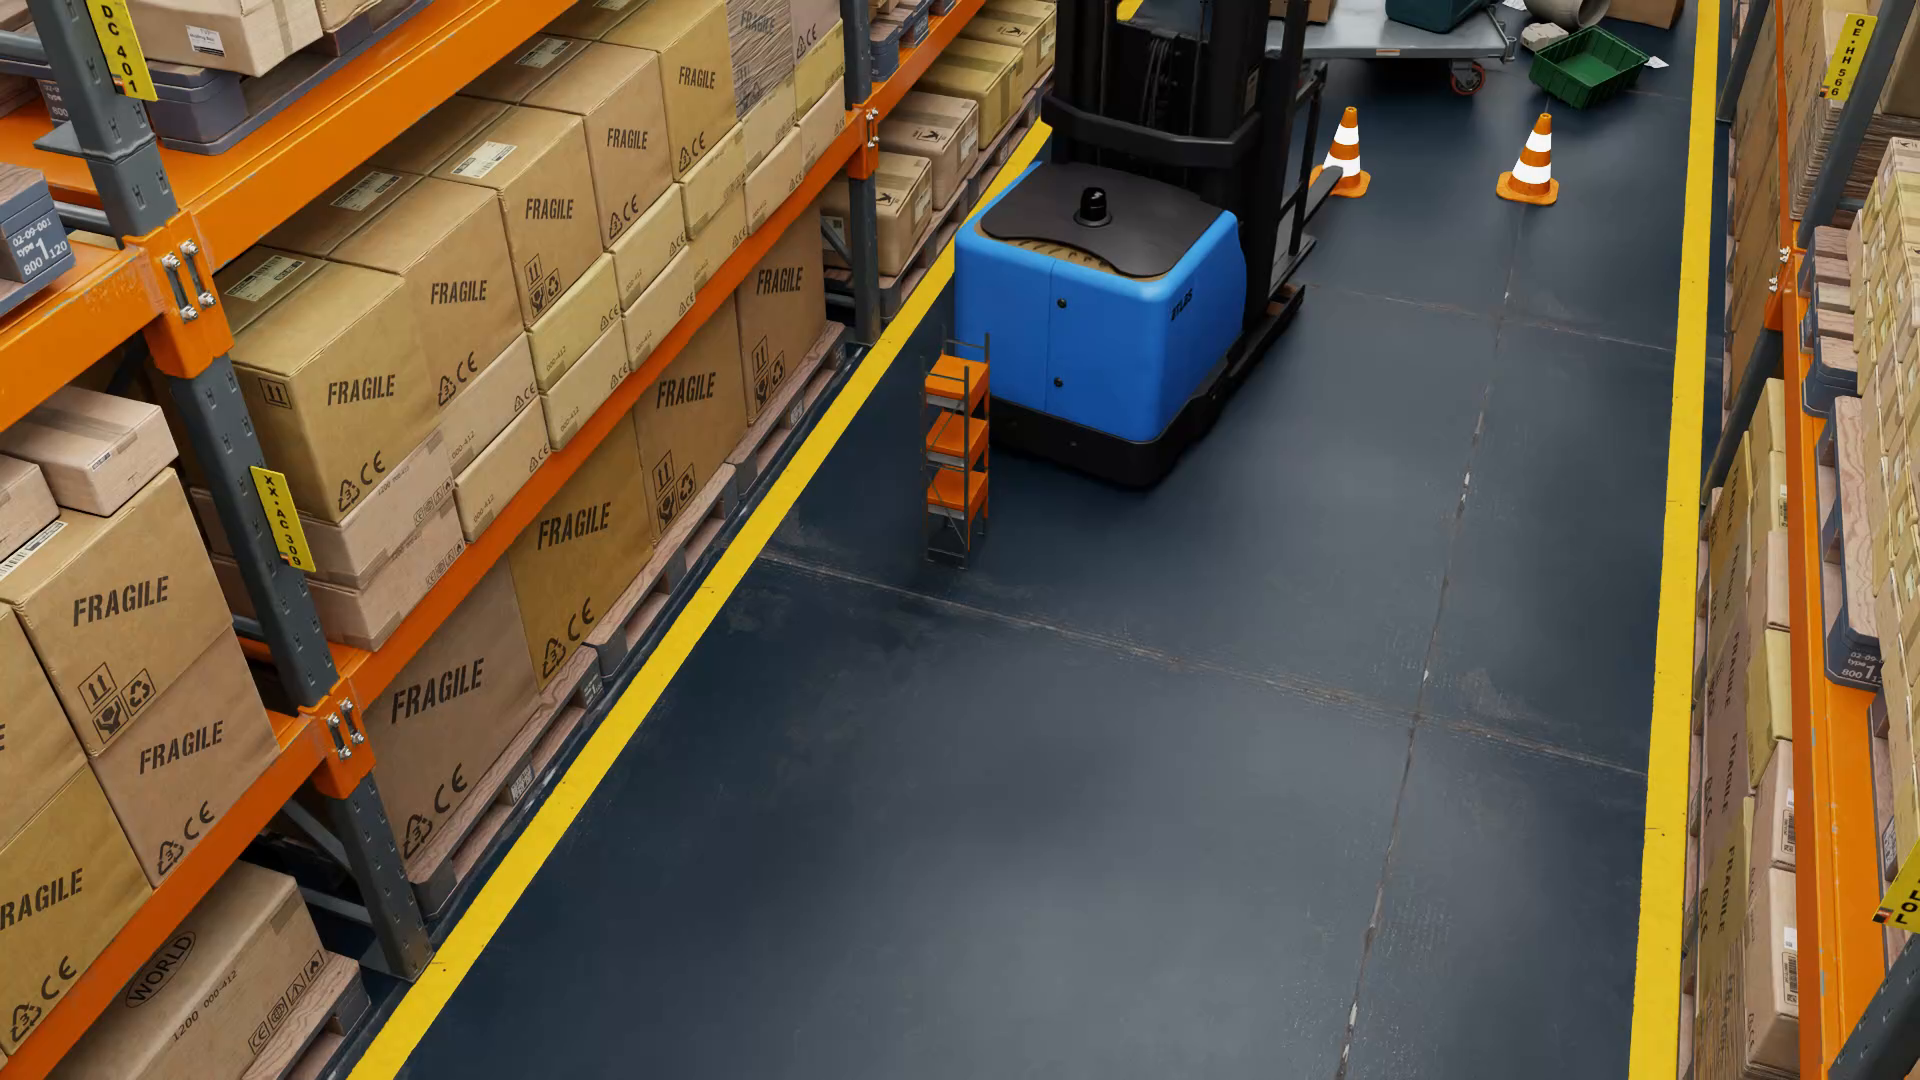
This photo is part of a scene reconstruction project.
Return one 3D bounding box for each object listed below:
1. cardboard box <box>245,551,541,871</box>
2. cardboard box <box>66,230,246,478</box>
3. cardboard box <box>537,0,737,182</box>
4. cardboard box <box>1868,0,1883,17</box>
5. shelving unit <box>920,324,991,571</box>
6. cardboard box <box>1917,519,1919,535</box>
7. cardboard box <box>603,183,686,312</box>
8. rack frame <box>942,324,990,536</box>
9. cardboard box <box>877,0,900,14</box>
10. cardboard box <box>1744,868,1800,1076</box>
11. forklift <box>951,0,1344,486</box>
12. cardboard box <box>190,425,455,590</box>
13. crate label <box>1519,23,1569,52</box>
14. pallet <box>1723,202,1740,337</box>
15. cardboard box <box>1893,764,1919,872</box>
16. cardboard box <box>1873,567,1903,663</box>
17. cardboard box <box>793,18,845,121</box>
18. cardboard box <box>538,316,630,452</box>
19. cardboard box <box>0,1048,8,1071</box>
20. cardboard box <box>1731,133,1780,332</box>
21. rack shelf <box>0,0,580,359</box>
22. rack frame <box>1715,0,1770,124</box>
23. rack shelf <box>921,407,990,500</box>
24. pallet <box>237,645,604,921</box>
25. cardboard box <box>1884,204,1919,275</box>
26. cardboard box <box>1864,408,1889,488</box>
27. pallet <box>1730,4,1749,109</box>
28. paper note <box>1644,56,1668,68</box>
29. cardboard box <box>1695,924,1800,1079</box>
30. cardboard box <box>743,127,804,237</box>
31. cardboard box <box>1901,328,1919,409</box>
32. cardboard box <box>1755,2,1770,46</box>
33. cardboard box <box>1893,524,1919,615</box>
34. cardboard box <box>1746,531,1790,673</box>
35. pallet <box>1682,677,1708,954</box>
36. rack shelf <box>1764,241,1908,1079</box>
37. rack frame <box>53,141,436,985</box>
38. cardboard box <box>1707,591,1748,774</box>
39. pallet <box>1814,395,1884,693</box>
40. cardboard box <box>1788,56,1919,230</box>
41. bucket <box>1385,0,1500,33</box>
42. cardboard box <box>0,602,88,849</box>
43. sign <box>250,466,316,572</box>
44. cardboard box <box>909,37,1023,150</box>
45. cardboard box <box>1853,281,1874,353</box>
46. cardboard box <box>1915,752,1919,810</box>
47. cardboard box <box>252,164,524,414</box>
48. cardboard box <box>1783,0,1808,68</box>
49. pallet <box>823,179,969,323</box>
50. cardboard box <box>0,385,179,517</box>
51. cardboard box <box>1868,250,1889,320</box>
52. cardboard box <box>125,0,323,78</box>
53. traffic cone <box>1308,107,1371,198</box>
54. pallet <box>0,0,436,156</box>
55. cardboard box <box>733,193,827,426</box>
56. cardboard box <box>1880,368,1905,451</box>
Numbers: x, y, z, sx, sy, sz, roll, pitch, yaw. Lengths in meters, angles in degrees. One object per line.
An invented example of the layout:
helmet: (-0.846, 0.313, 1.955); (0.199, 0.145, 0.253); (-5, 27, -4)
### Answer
cardboard box: (-2.122, 0.439, 5.737); (0.875, 0.875, 0.875); (15, 43, 16)
cardboard box: (-2.342, -0.560, 4.748); (0.500, 0.500, 0.500); (15, 43, 16)
cardboard box: (-1.166, -1.682, 6.063); (0.500, 0.500, 0.500); (13, 42, 15)
cardboard box: (4.130, -2.215, 6.687); (0.700, 0.500, 0.500); (13, 42, 14)
shelving unit: (-0.018, -0.367, 6.871); (0.215, 1.050, 0.252); (13, 42, 15)
cardboard box: (2.739, 0.015, 4.333); (0.380, 0.149, 0.250); (12, 42, 14)
cardboard box: (-1.323, -1.087, 5.943); (0.500, 0.250, 0.500); (12, 42, 14)
rack frame: (0.023, -0.441, 6.958); (0.200, 1.050, 0.008); (13, 42, 15)
cardboard box: (-0.477, -2.639, 7.902); (0.380, 0.149, 0.250); (11, 42, 12)
cardboard box: (2.444, 1.219, 4.534); (0.500, 0.250, 0.500); (12, 42, 14)
forklift: (1.124, -2.296, 7.683); (1.130, 2.935, 3.031); (20, 44, 22)
cardboard box: (-1.844, -0.152, 4.848); (0.500, 0.250, 0.500); (12, 42, 14)
crate label: (3.886, -3.330, 11.047); (0.298, 0.136, 0.250); (-13, 42, -15)
pallet: (4.554, -1.361, 8.682); (1.003, 0.211, 1.213); (13, 42, 15)
cardboard box: (2.465, 0.715, 3.971); (0.380, 0.149, 0.250); (14, 42, 15)
cardboard box: (2.728, 0.240, 4.528); (0.380, 0.149, 0.250); (12, 42, 13)
cardboard box: (-0.818, -2.034, 7.053); (0.500, 0.250, 0.500); (13, 42, 15)
cardboard box: (-1.495, -0.591, 5.747); (0.500, 0.250, 0.500); (13, 42, 15)
cardboard box: (-2.506, 1.113, 3.557); (0.500, 0.500, 0.500); (13, 42, 14)
cardboard box: (4.384, -1.405, 7.996); (1.050, 0.750, 0.750); (14, 42, 16)
rack shelf: (-1.575, -1.900, 5.410); (1.077, 0.370, 4.000); (13, 42, 15)
rack frame: (5.163, -3.656, 9.224); (1.000, 3.000, 0.127); (13, 42, 15)
rack shelf: (-0.018, -0.359, 6.878); (0.215, 0.259, 0.240); (13, 42, 15)
pallet: (-2.066, 0.760, 6.196); (1.003, 0.211, 1.213); (13, 42, 15)
cardboard box: (3.277, -0.954, 5.469); (0.380, 0.149, 0.250); (13, 42, 15)
cardboard box: (3.001, -0.243, 5.093); (0.380, 0.149, 0.250); (14, 42, 16)
pallet: (5.496, -3.041, 10.652); (1.003, 0.211, 1.213); (13, 42, 15)
paper note: (4.542, -3.137, 10.903); (0.147, 0.020, 0.142); (-13, 42, -15)
cardboard box: (2.444, 1.508, 4.774); (0.500, 0.500, 0.500); (13, 42, 14)
cardboard box: (-0.980, -1.515, 6.830); (0.500, 0.250, 0.500); (14, 42, 16)
cardboard box: (3.007, -0.465, 4.896); (0.380, 0.149, 0.250); (15, 43, 16)
cardboard box: (5.444, -3.375, 10.208); (0.875, 0.875, 0.875); (14, 42, 16)
cardboard box: (2.734, 0.122, 4.437); (0.380, 0.149, 0.250); (11, 42, 13)
cardboard box: (2.977, 0.265, 5.653); (0.500, 0.250, 0.500); (14, 42, 15)
pallet: (3.108, 1.063, 5.842); (1.003, 0.211, 1.213); (13, 42, 15)
rack shelf: (3.111, 0.278, 5.168); (1.077, 0.370, 4.000); (13, 42, 15)
rack frame: (-2.259, 0.187, 4.720); (1.000, 3.000, 0.127); (13, 42, 15)
cardboard box: (2.974, 0.572, 5.871); (0.500, 0.500, 0.500); (12, 42, 14)
pallet: (3.157, 0.074, 5.000); (1.003, 0.211, 1.213); (13, 42, 15)
cardboard box: (3.697, -1.588, 6.723); (0.500, 0.500, 0.500); (13, 42, 15)
bucket: (3.043, -3.583, 10.490); (0.726, 0.611, 0.620); (29, 58, 29)
cardboard box: (-2.342, 0.425, 3.593); (0.500, 0.500, 0.500); (13, 42, 14)
sign: (-1.737, -0.050, 4.270); (0.100, 0.325, 0.005); (13, 42, 15)
cardboard box: (-0.179, -2.668, 9.768); (0.950, 0.372, 0.625); (15, 43, 17)
cardboard box: (3.269, -0.724, 5.657); (0.380, 0.149, 0.250); (15, 43, 17)
cardboard box: (2.467, 0.599, 3.878); (0.380, 0.149, 0.250); (14, 42, 15)
cardboard box: (-1.690, -0.753, 4.974); (0.500, 0.500, 0.500); (13, 42, 15)
cardboard box: (4.211, -2.510, 7.804); (0.500, 0.500, 0.500); (14, 42, 16)
pallet: (-0.623, -1.668, 9.043); (1.003, 0.211, 1.213); (13, 42, 15)
cardboard box: (-2.065, -0.220, 3.849); (0.380, 0.149, 0.250); (12, 42, 14)
cardboard box: (3.262, -0.814, 5.533); (0.380, 0.149, 0.250); (12, 42, 14)
cardboard box: (-1.759, -1.290, 3.920); (0.396, 0.266, 0.258); (13, 42, 15)
traffic cone: (2.209, -2.262, 9.544); (0.336, 0.463, 0.334); (13, 42, 15)
pallet: (-1.992, -1.452, 4.477); (0.805, 0.209, 1.217); (12, 42, 13)
cardboard box: (-1.205, -1.201, 7.661); (0.875, 0.875, 0.875); (13, 42, 15)
cardboard box: (3.002, -0.357, 4.998); (0.380, 0.149, 0.250); (13, 42, 15)
